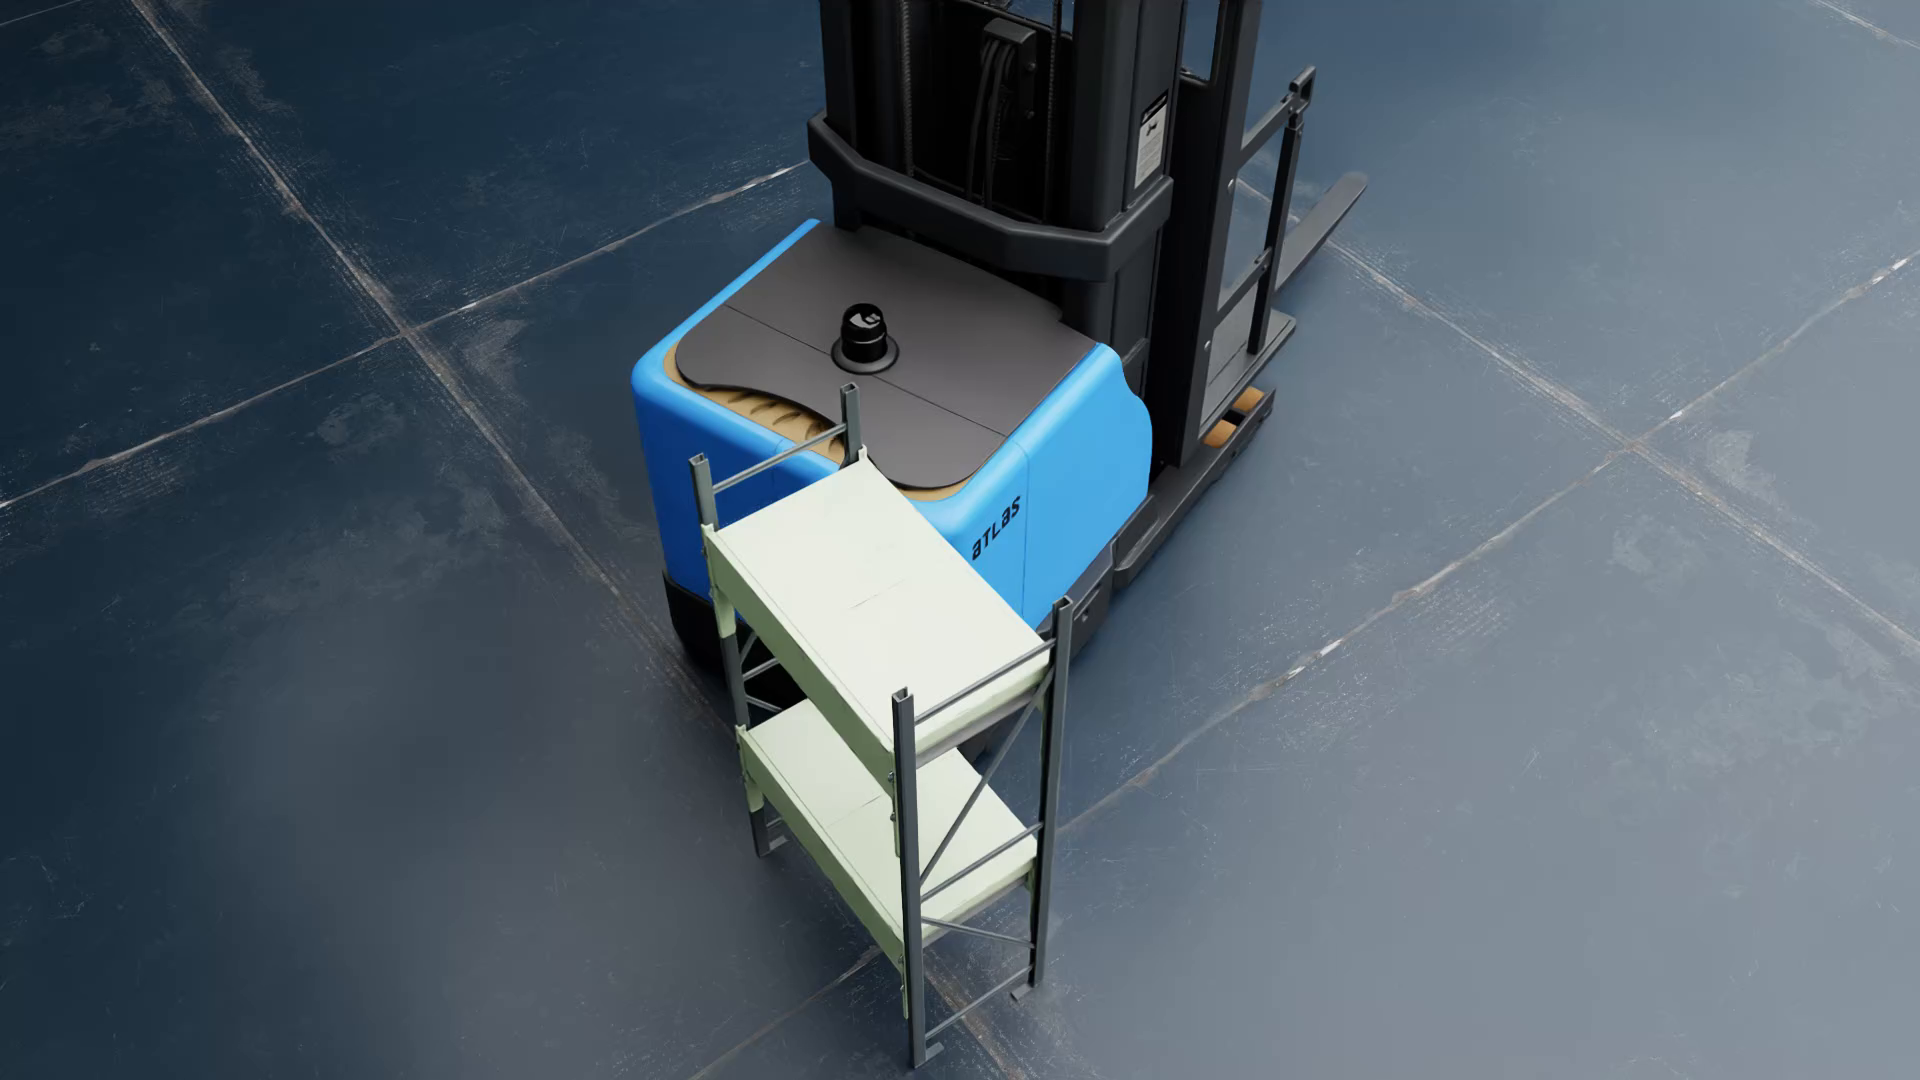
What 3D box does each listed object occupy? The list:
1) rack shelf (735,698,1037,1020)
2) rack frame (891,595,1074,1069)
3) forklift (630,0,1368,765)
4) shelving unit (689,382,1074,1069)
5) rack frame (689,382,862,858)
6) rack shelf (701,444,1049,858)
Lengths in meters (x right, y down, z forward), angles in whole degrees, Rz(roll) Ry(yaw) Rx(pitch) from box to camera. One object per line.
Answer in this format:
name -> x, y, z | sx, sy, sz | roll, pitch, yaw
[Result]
rack shelf -> -0.169, 0.699, 4.044 | 0.431, 0.370, 0.720 | -28, 54, -23
rack frame -> 0.045, 0.700, 3.603 | 0.400, 1.500, 0.023 | -28, 54, -23
forklift -> 0.389, -1.397, 4.538 | 1.130, 2.935, 3.031 | 27, 53, 22
shelving unit -> -0.169, 0.480, 3.802 | 0.431, 1.500, 0.755 | -28, 54, -23
rack frame -> -0.383, 0.260, 4.002 | 0.400, 1.500, 0.023 | -28, 54, -23
rack shelf -> -0.169, 0.218, 3.513 | 0.431, 0.370, 0.720 | -28, 54, -23
